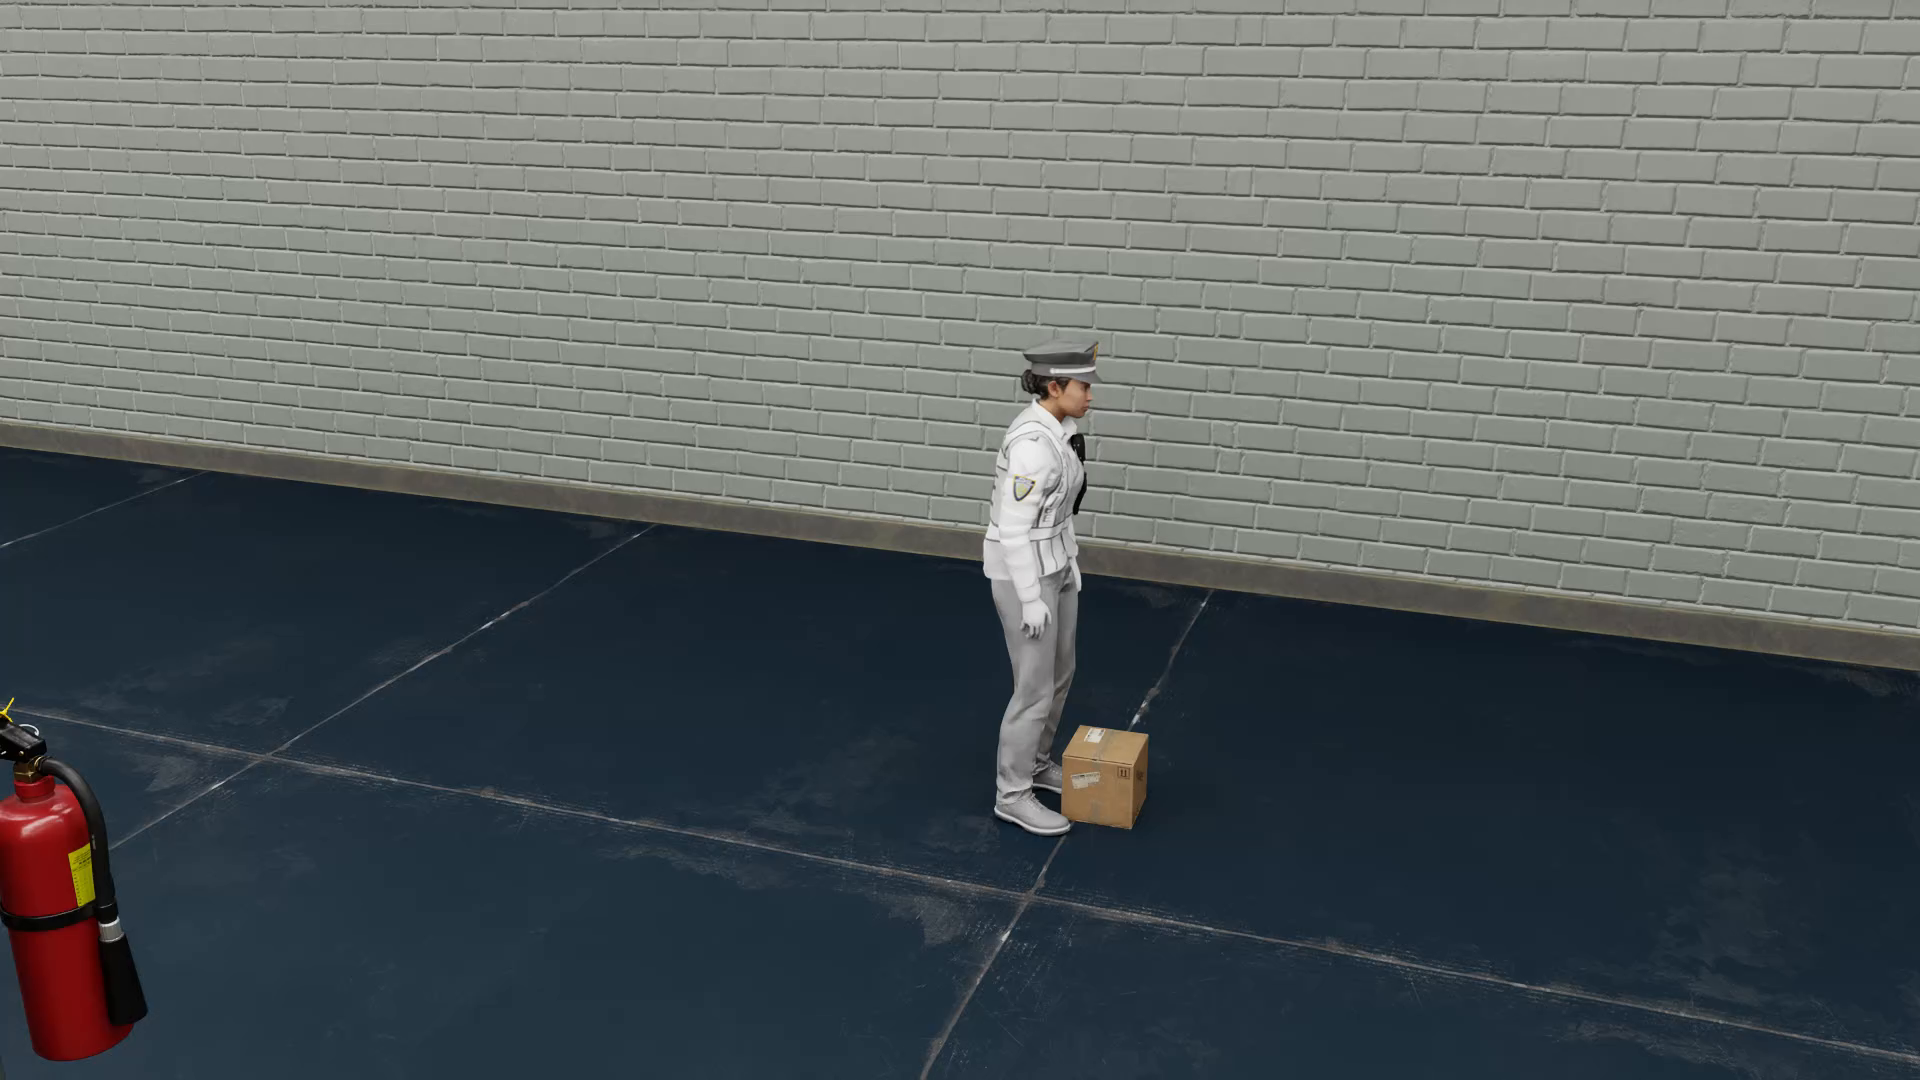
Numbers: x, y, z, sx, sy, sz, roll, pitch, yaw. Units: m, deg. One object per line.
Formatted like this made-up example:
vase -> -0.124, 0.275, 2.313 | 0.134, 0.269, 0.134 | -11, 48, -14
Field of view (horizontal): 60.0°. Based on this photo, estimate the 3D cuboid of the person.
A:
person -> 0.278, 0.137, 5.654 | 0.371, 1.664, 0.530 | 7, 20, 19
